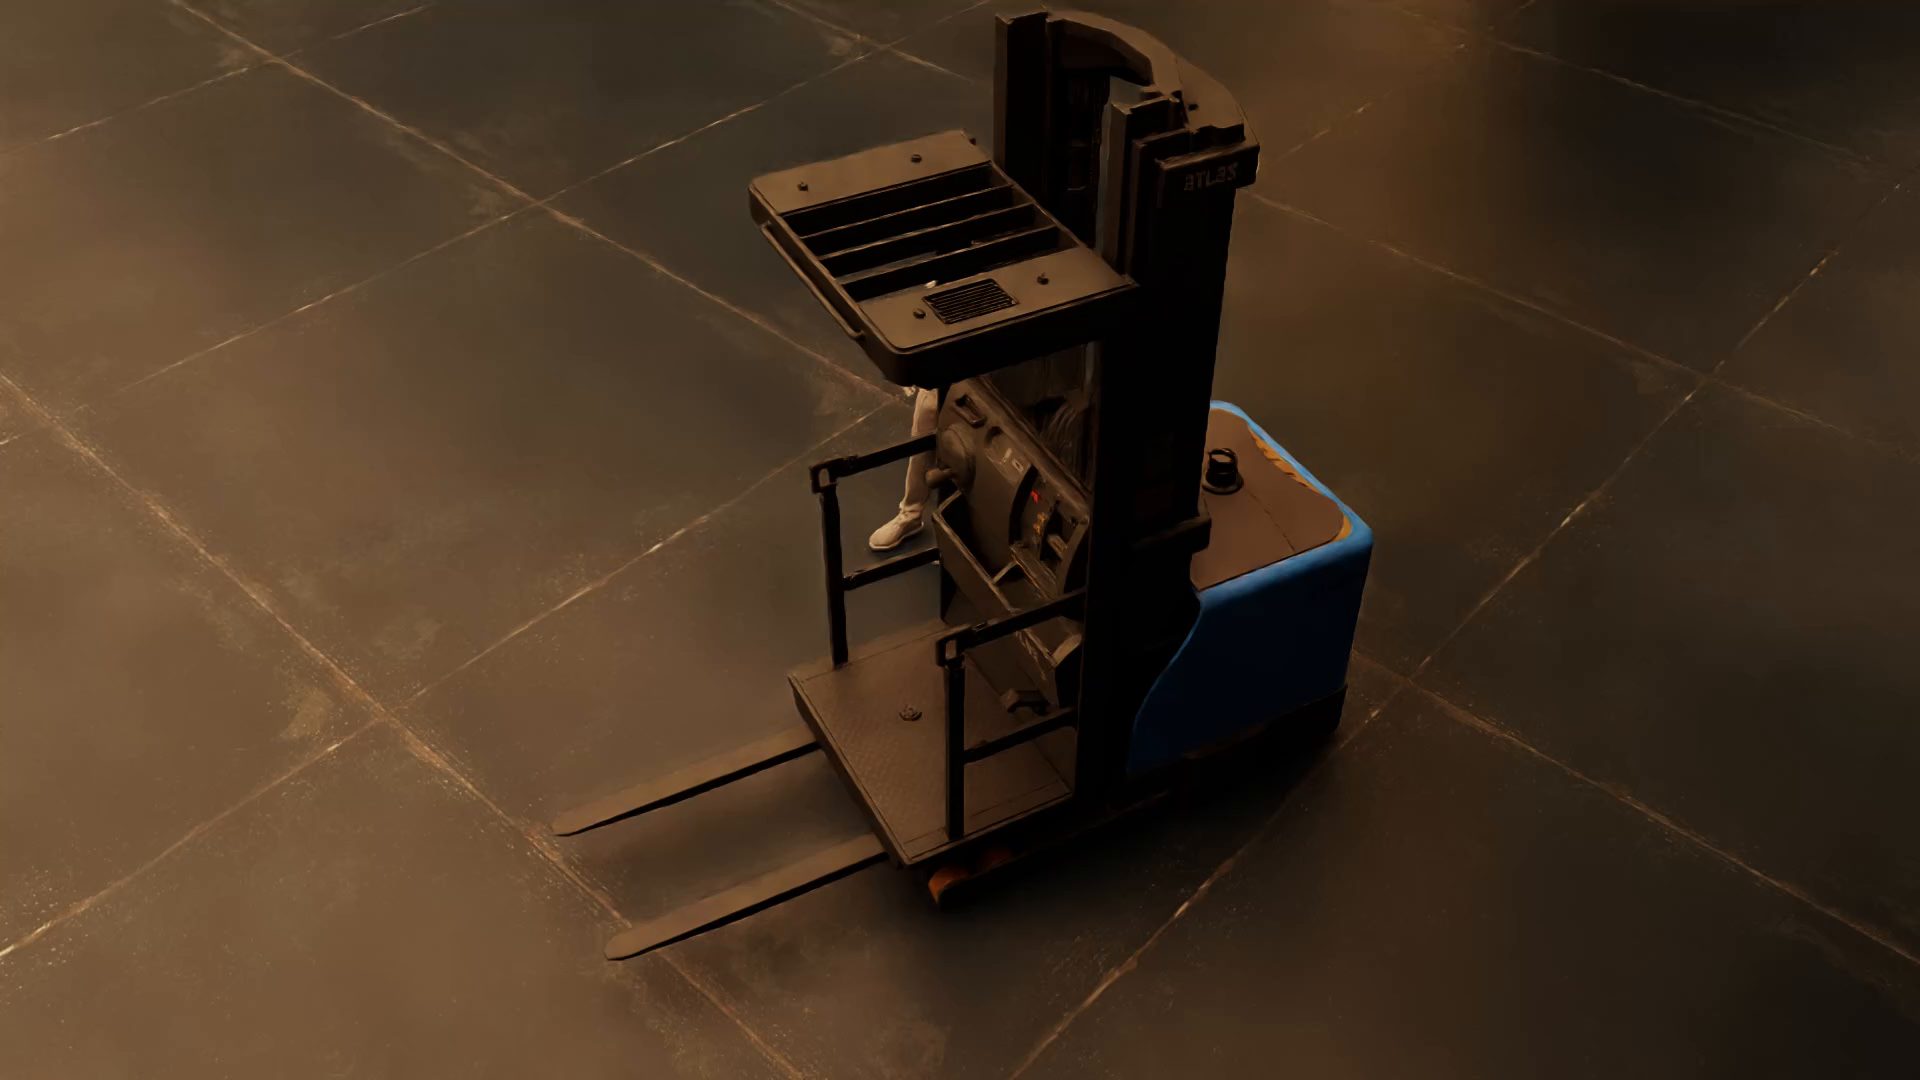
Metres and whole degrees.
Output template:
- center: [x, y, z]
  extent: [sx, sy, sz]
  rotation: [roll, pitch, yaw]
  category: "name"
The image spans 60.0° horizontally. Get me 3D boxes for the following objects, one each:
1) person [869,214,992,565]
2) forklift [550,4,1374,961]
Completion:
- center: [-0.051, -0.619, 7.089]
  extent: [0.586, 1.695, 0.532]
  rotation: [31, 49, 31]
  category: "person"
- center: [-0.013, -0.160, 5.615]
  extent: [3.031, 2.935, 1.130]
  rotation: [-19, 44, -21]
  category: "forklift"
